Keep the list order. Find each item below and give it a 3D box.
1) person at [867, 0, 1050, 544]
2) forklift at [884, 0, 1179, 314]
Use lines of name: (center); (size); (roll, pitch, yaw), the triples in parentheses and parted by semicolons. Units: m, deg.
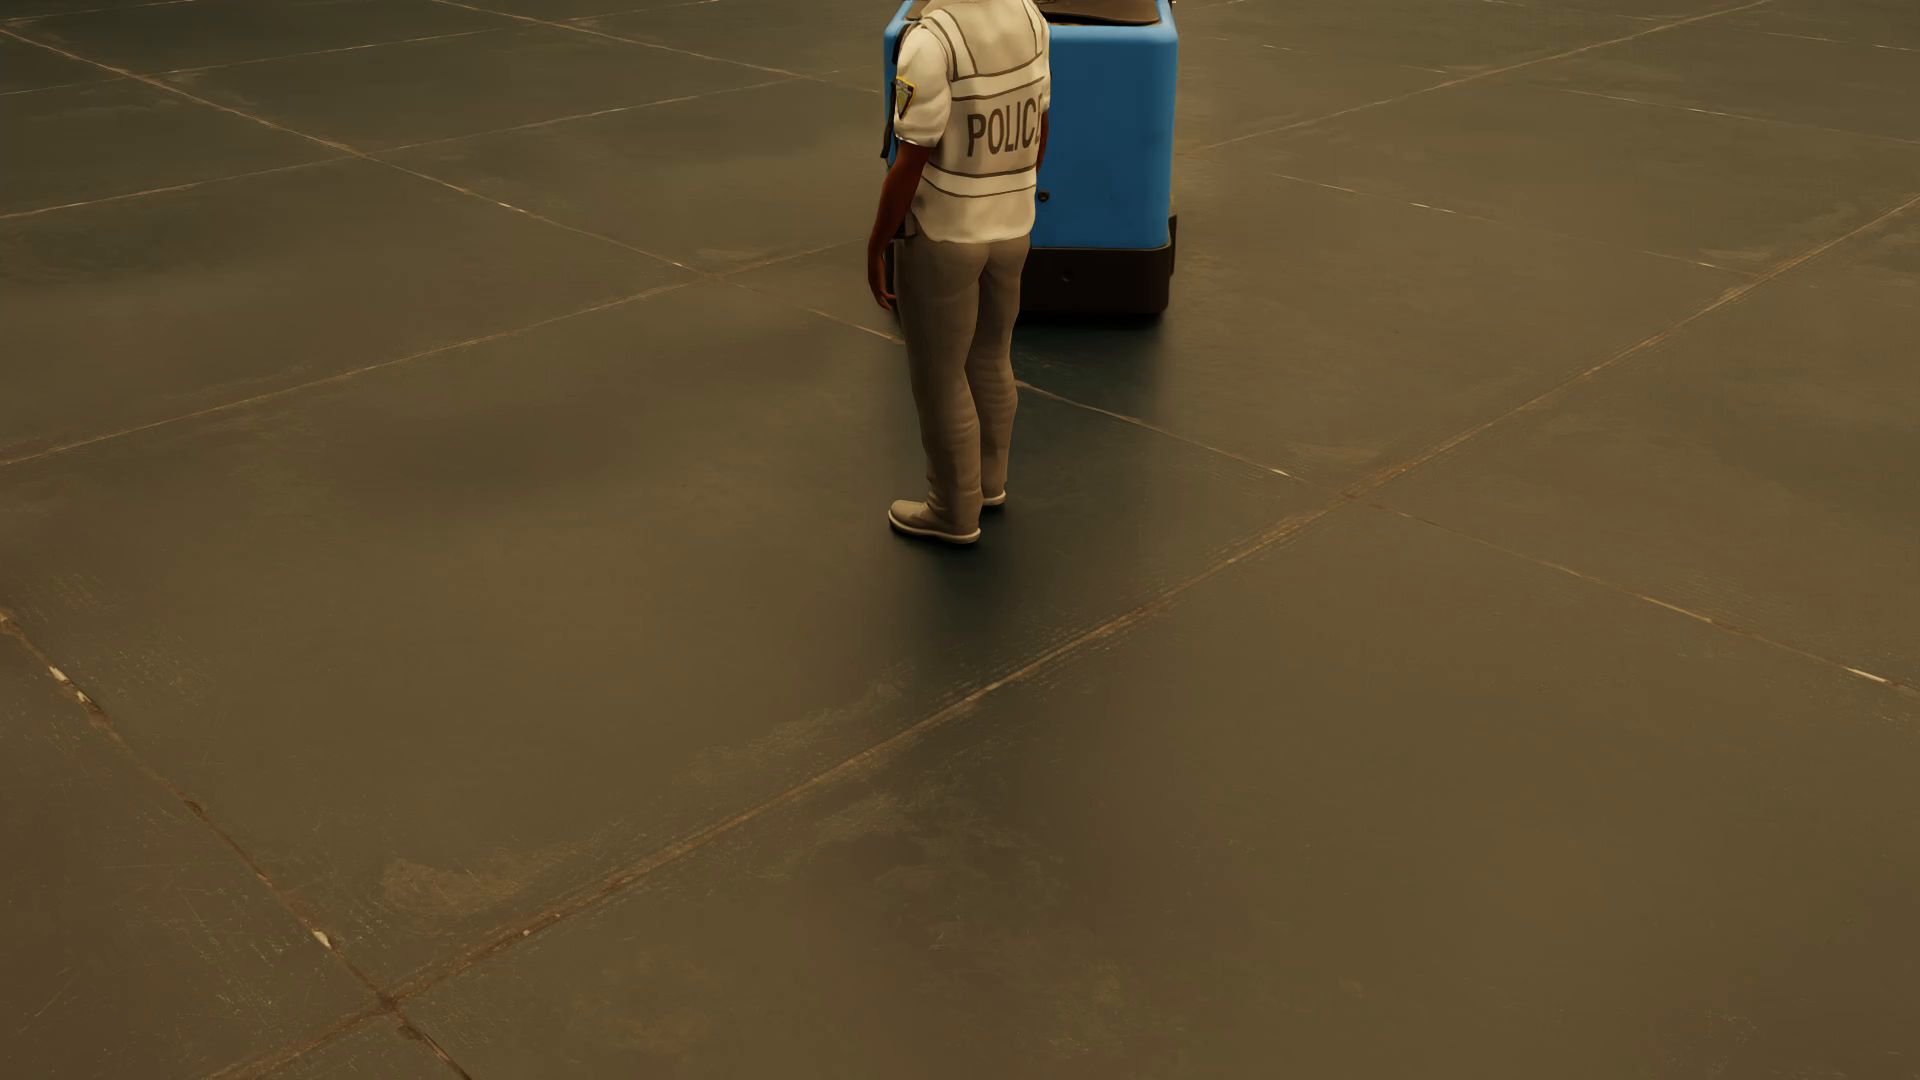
person: (-0.039, -0.796, 4.227); (0.569, 1.693, 0.528); (-24, 35, -39)
forklift: (0.341, -2.751, 6.824); (1.130, 2.935, 3.031); (2, 26, 4)
